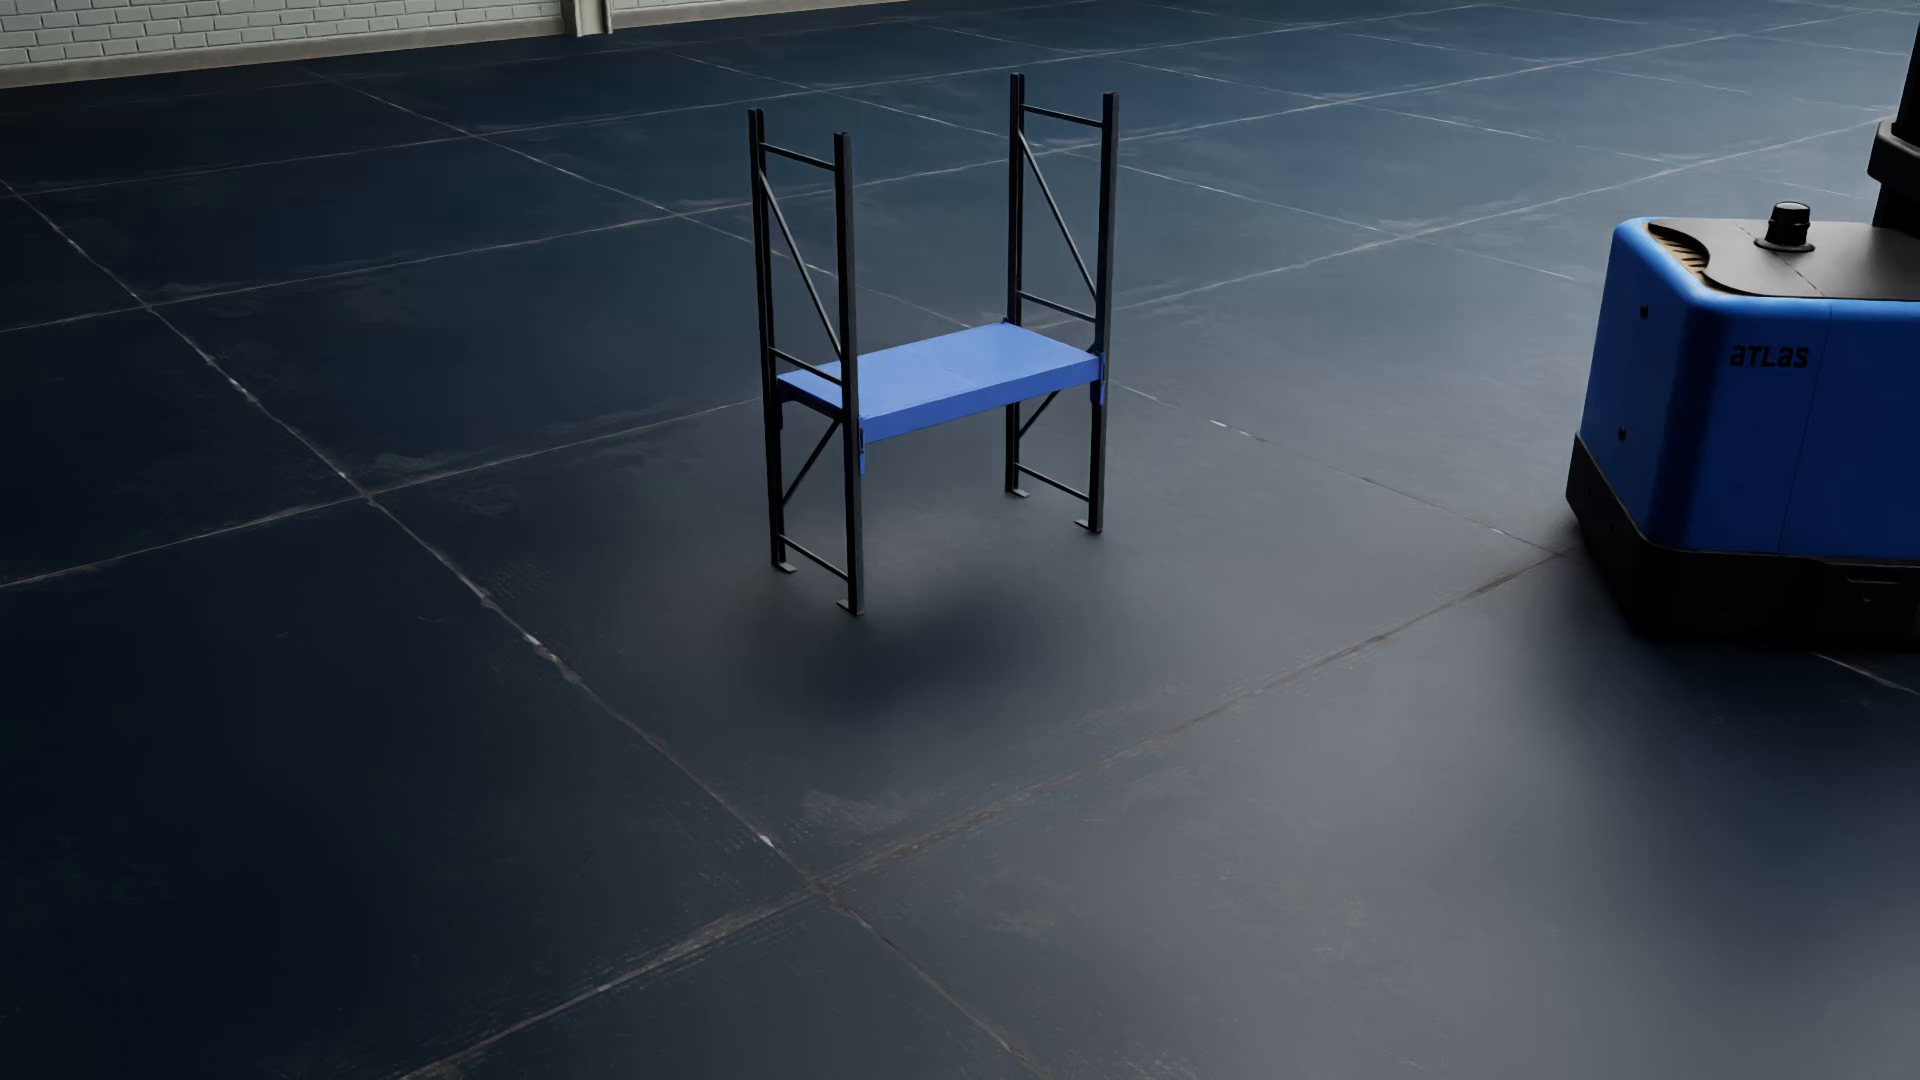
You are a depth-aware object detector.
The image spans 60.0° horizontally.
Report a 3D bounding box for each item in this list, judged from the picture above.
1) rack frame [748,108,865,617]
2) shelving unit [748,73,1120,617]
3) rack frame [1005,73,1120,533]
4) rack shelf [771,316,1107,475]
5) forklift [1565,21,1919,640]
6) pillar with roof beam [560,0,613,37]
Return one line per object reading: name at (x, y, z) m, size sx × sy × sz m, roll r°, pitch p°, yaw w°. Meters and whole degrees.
rack frame at (-0.467, -0.526, 5.102) m, size 0.032 × 1.500 × 0.500 m, roll -18°, pitch 31°, yaw -34°
shelving unit at (-0.067, -0.658, 5.387) m, size 1.048 × 1.500 × 0.538 m, roll -18°, pitch 31°, yaw -34°
rack frame at (0.333, -0.790, 5.671) m, size 0.032 × 1.500 × 0.500 m, roll -18°, pitch 31°, yaw -34°
rack shelf at (-0.067, -0.495, 5.462) m, size 1.000 × 0.185 × 0.538 m, roll -18°, pitch 31°, yaw -34°
forklift at (3.610, -1.169, 4.787) m, size 3.031 × 2.935 × 1.130 m, roll 3°, pitch 25°, yaw 5°
pillar with roof beam at (-1.083, -7.752, 11.763) m, size 0.400 × 9.000 × 9.100 m, roll -18°, pitch 31°, yaw -34°
